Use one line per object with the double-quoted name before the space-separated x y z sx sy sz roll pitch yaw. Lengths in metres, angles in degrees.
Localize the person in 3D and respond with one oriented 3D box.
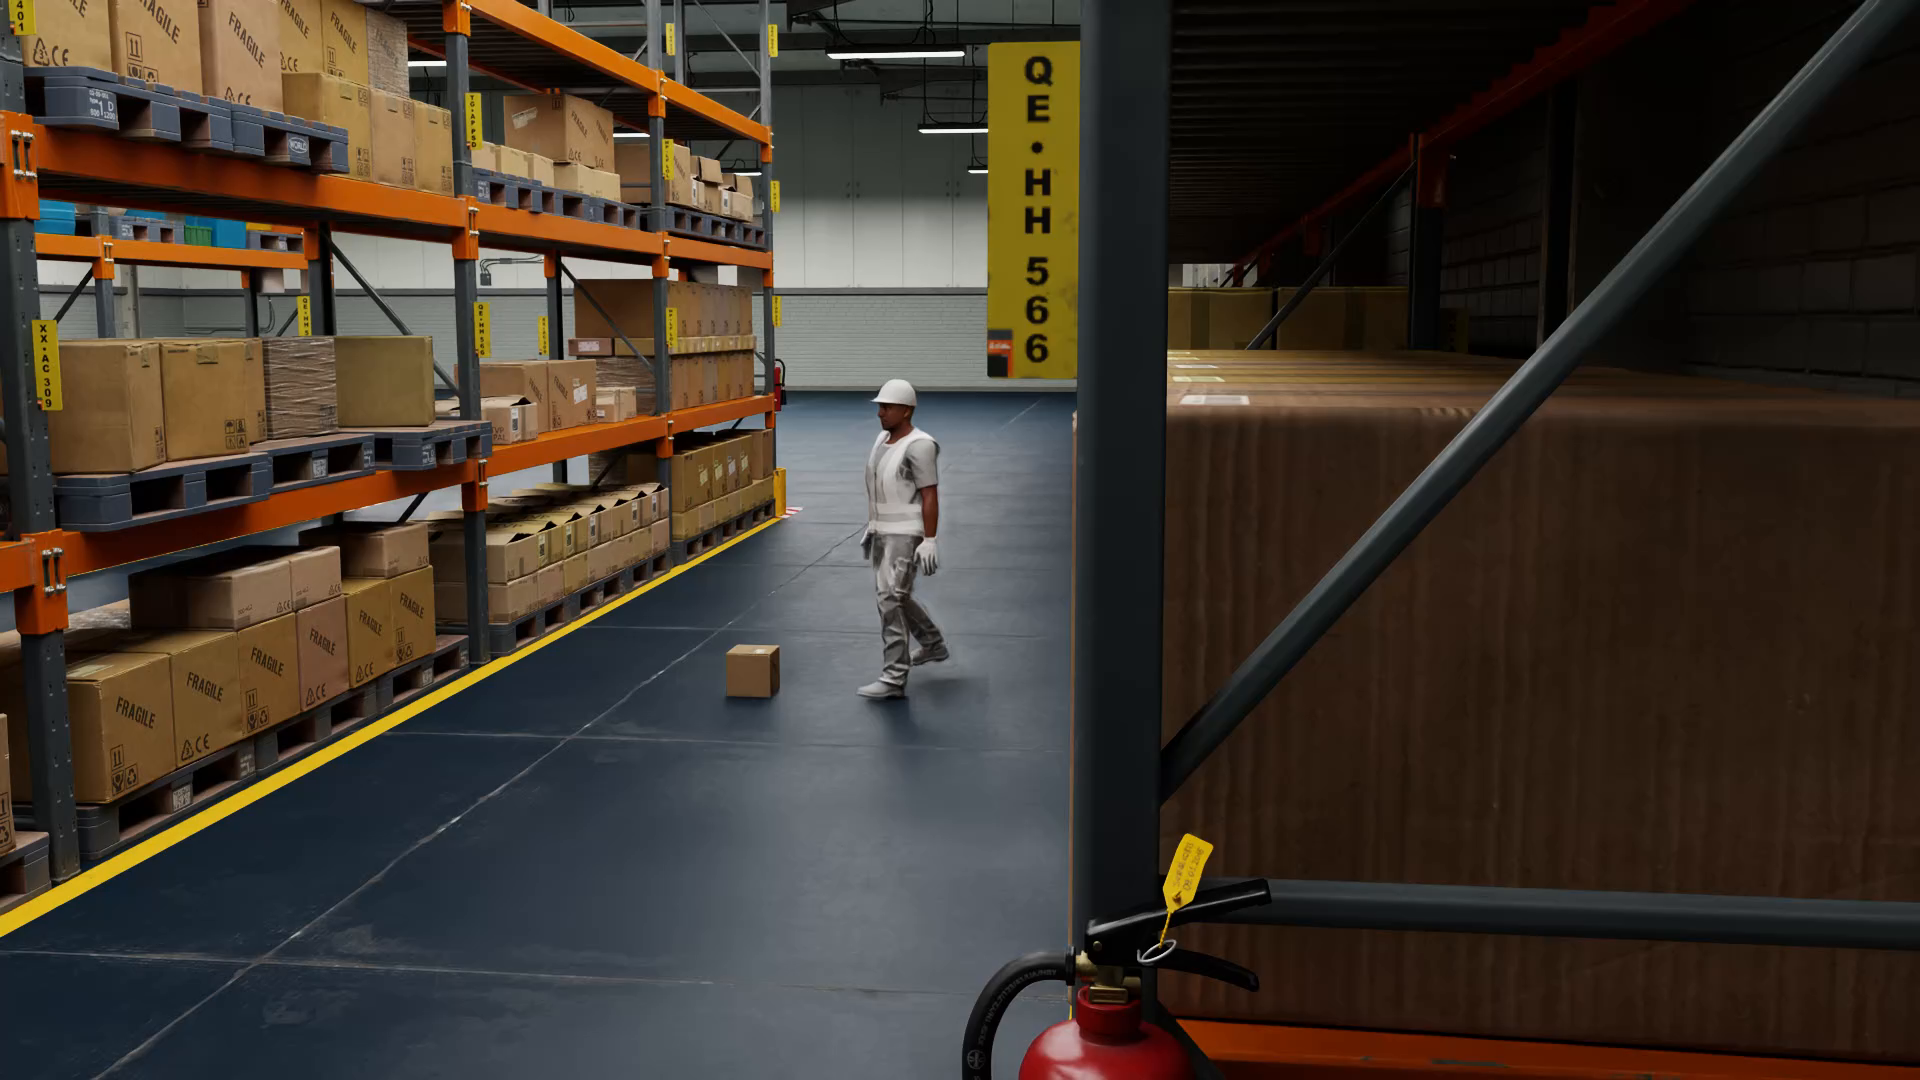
"person" -0.326 -0.028 9.438 0.778 1.766 0.671 -4 8 -28
